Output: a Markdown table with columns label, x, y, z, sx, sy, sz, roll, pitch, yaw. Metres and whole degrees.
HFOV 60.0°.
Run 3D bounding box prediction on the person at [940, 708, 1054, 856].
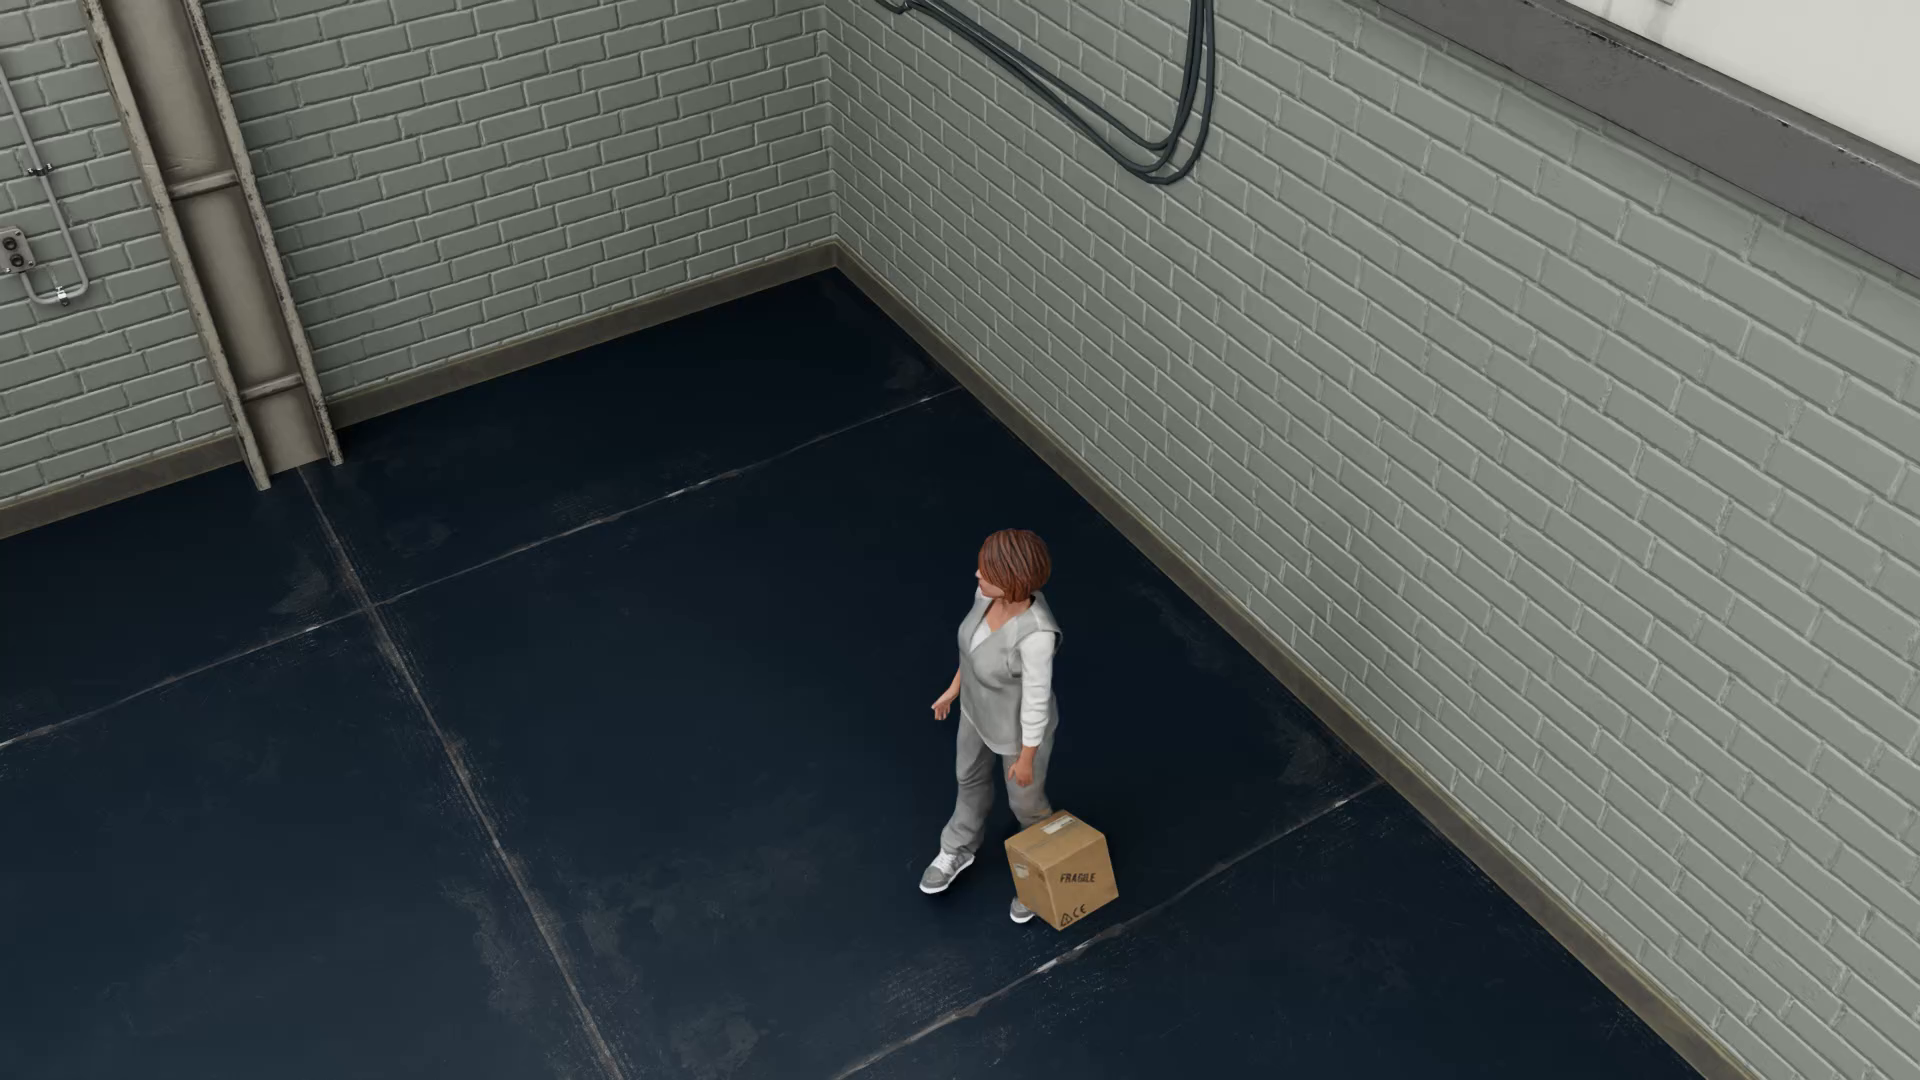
| label | x | y | z | sx | sy | sz | roll | pitch | yaw |
| --- | --- | --- | --- | --- | --- | --- | --- | --- | --- |
| person | 0.141 | 0.808 | 5.647 | 0.351 | 0.890 | 0.353 | -20 | 45 | -22 |
